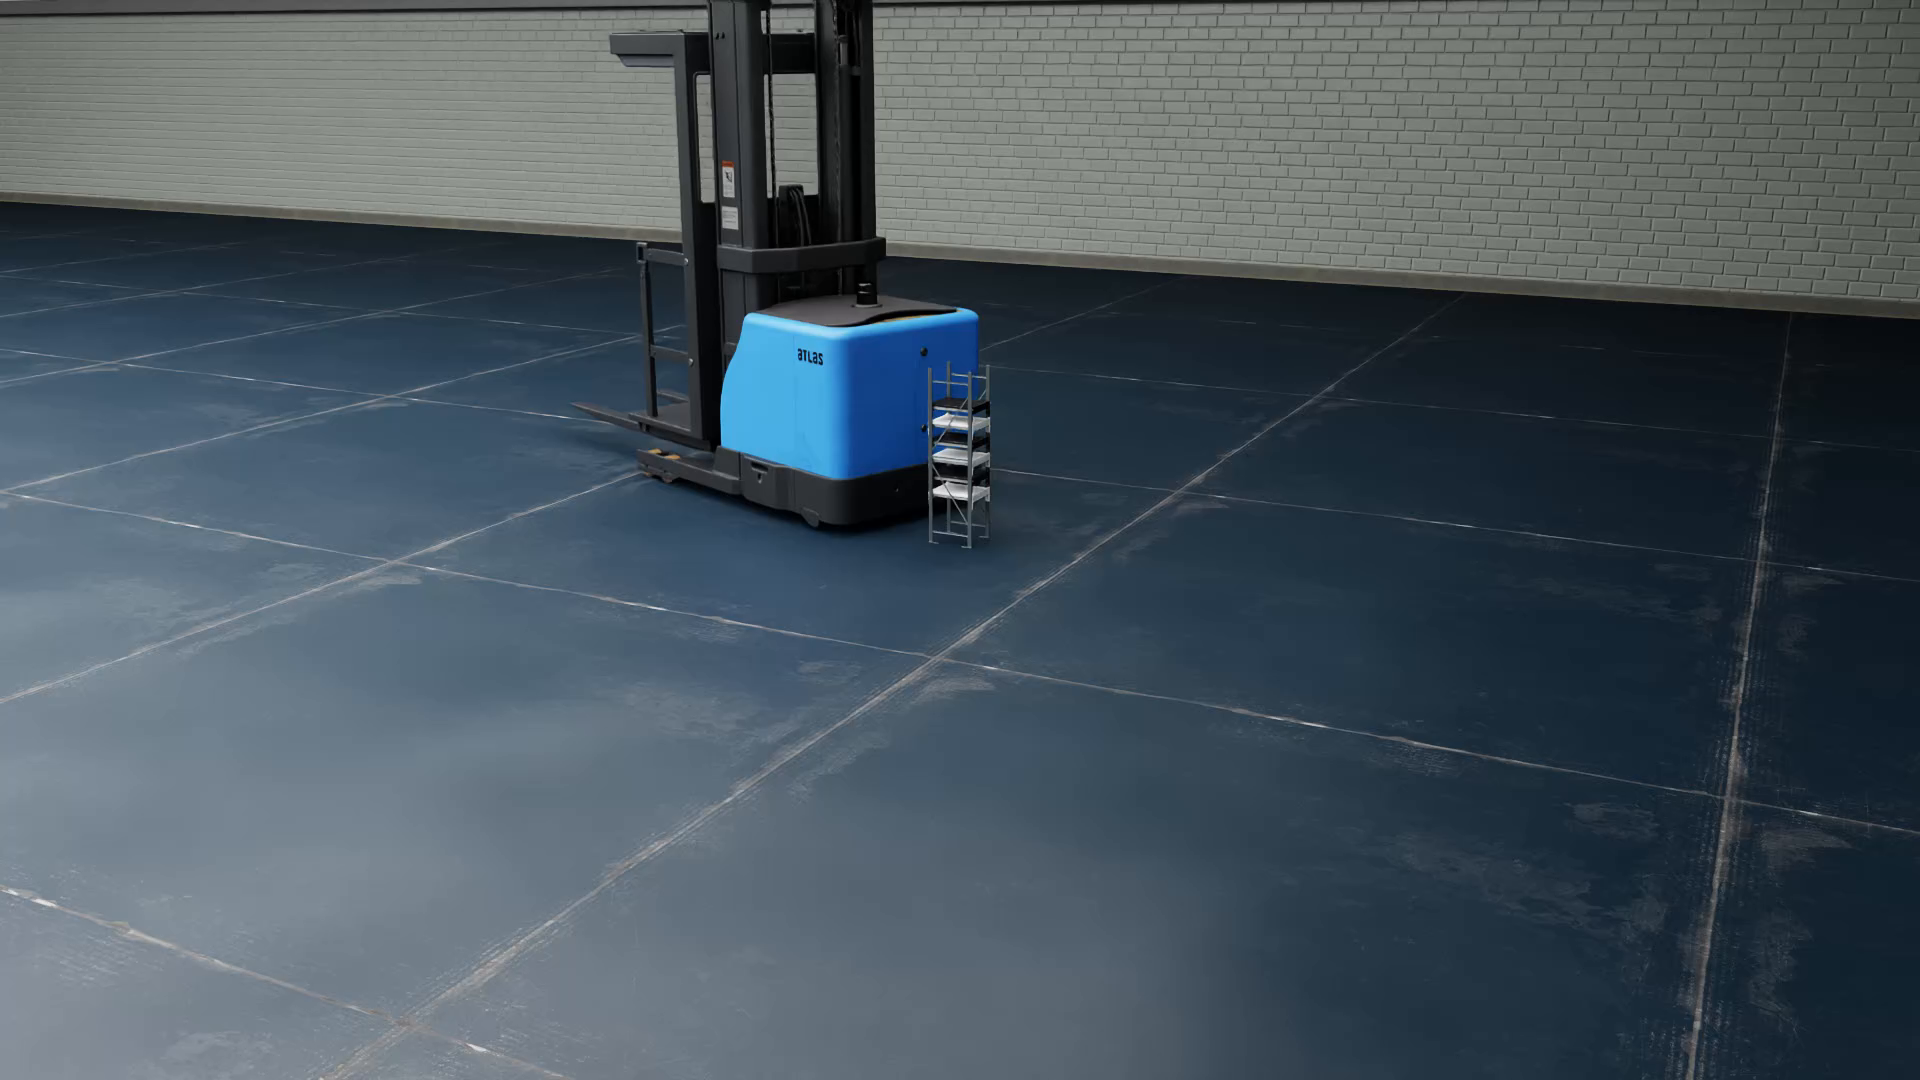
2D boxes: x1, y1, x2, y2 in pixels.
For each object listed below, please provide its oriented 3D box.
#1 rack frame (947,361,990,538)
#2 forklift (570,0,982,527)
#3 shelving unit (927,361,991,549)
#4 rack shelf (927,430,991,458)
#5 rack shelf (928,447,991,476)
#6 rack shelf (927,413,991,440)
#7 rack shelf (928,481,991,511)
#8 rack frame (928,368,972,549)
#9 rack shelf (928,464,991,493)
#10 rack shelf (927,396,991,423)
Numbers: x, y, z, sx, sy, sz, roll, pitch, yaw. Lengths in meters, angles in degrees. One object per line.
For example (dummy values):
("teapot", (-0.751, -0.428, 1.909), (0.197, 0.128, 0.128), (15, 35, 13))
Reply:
("rack frame", (0.042, -0.455, 8.476), (0.240, 0.900, 0.006), (8, 18, 25))
("forklift", (-1.246, -1.819, 9.500), (1.130, 2.935, 3.031), (-15, 22, -40))
("shelving unit", (-0.004, -0.429, 8.389), (0.258, 0.900, 0.210), (8, 18, 25))
("rack shelf", (-0.004, -0.484, 8.373), (0.258, 0.077, 0.200), (8, 18, 25))
("rack shelf", (-0.004, -0.397, 8.399), (0.258, 0.077, 0.200), (8, 18, 25))
("rack shelf", (-0.004, -0.570, 8.348), (0.258, 0.077, 0.200), (8, 18, 25))
("rack shelf", (-0.004, -0.225, 8.450), (0.258, 0.077, 0.200), (8, 18, 25))
("rack frame", (-0.049, -0.403, 8.302), (0.240, 0.900, 0.006), (8, 18, 25))
("rack shelf", (-0.004, -0.311, 8.424), (0.258, 0.077, 0.200), (8, 18, 25))
("rack shelf", (-0.004, -0.656, 8.322), (0.258, 0.077, 0.200), (8, 18, 25))
